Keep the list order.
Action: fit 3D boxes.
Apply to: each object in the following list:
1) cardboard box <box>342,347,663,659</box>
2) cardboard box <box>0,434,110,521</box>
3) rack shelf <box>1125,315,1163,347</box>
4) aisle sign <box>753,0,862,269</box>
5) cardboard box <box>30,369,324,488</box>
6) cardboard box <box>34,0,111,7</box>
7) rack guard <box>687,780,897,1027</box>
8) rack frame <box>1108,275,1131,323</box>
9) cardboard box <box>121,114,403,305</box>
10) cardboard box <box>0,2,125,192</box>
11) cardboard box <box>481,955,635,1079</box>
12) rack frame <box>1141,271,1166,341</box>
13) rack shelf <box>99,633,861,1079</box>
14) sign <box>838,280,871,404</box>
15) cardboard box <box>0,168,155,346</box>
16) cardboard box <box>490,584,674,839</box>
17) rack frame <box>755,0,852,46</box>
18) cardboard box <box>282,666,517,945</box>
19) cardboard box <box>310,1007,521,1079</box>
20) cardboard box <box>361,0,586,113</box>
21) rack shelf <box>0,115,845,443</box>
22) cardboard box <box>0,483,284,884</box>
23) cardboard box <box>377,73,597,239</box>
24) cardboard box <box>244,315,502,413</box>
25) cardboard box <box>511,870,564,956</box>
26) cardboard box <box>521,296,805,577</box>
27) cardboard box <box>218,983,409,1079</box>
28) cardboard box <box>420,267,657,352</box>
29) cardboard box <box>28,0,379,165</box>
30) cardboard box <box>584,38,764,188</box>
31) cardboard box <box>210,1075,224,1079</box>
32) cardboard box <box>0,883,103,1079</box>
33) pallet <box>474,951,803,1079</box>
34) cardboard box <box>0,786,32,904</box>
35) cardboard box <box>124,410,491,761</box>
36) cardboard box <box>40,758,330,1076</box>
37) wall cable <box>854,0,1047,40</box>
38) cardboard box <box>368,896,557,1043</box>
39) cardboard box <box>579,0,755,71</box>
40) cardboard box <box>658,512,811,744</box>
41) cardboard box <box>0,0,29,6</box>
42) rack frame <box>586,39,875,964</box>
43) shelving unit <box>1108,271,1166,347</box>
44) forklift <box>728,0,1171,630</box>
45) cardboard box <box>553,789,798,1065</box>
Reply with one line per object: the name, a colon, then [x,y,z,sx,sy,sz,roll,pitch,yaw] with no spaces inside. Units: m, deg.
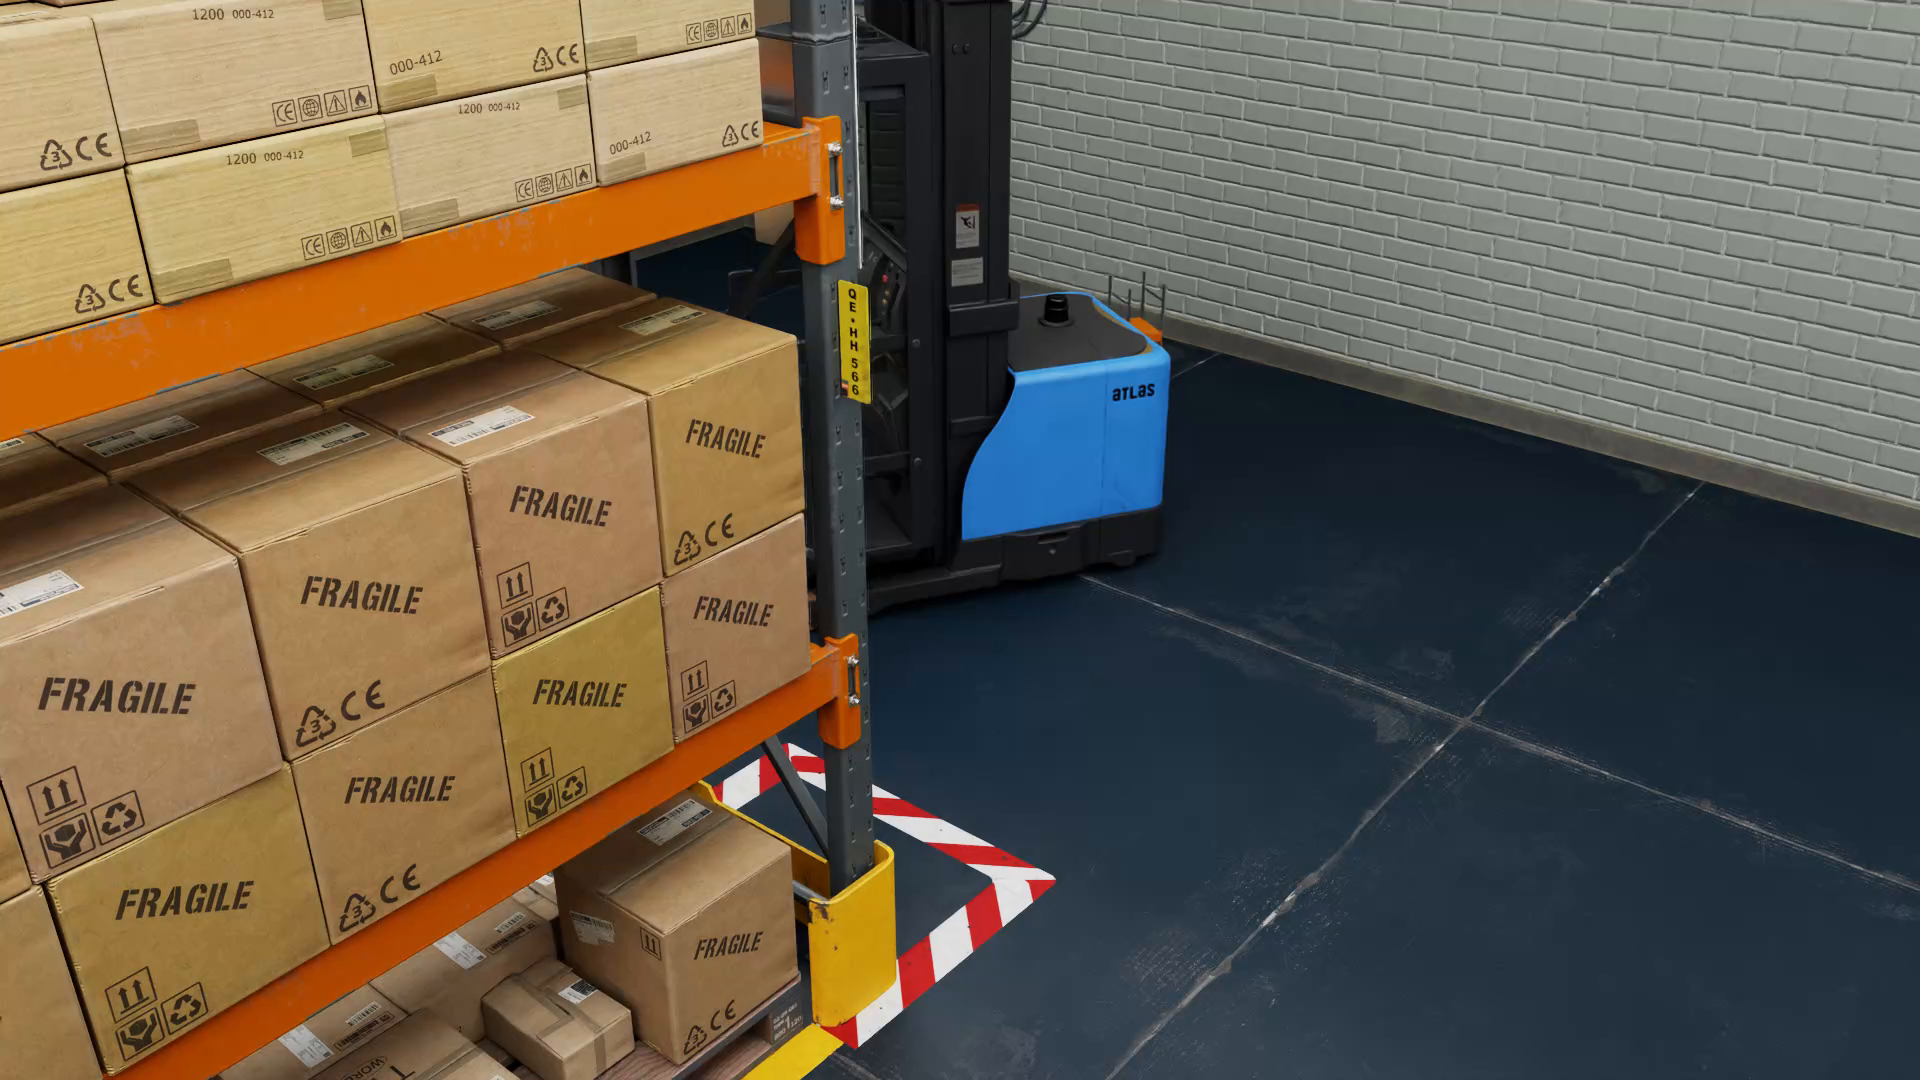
cardboard box: [-1.085,-0.106,3.993,0.500,0.500,0.500,22,34,36]
cardboard box: [-2.150,0.101,3.594,0.500,0.500,0.500,20,34,34]
rack shelf: [0.861,-1.011,8.211,0.180,0.103,0.258,-10,29,-18]
aisle sign: [-0.414,-1.124,4.330,0.394,0.787,0.004,21,34,34]
cardboard box: [-1.828,-0.080,3.943,0.500,0.500,0.500,21,34,35]
cardboard box: [-1.626,-1.308,3.052,0.700,0.500,0.500,21,34,34]
rack guard: [-0.742,1.102,5.575,1.175,0.500,0.348,21,34,34]
rack frame: [0.776,-0.716,8.328,0.006,1.200,0.240,-10,29,-18]
cardboard box: [-1.451,-0.686,3.211,0.500,0.250,0.500,21,34,34]
cardboard box: [-1.775,-0.733,2.758,0.500,0.250,0.500,21,34,34]
cardboard box: [-1.176,1.410,4.865,0.380,0.166,0.250,21,34,34]
rack frame: [0.947,-0.745,8.385,0.006,1.200,0.240,-10,29,-18]
rack shelf: [-1.966,0.994,3.848,1.077,0.370,4.000,21,34,34]
sign: [-0.278,-0.520,4.387,0.100,0.325,0.005,21,34,34]
cardboard box: [-1.782,-0.514,2.877,0.500,0.250,0.500,21,34,34]
cardboard box: [-1.096,0.344,4.212,0.500,0.500,0.500,21,34,35]
rack frame: [-0.694,-2.700,3.675,1.000,3.000,0.127,21,34,34]
cardboard box: [-1.417,0.519,3.873,0.500,0.500,0.500,21,34,35]
cardboard box: [-1.477,1.584,4.438,0.500,0.250,0.500,21,34,34]
cardboard box: [-1.141,-1.089,3.445,0.500,0.250,0.500,21,34,34]
rack shelf: [-1.966,-0.339,3.159,1.077,0.370,4.000,21,34,34]
cardboard box: [-1.738,0.261,3.283,0.500,0.500,0.500,22,35,36]
cardboard box: [-1.143,-0.867,3.561,0.500,0.250,0.500,21,34,34]
cardboard box: [-1.506,-0.256,4.283,0.500,0.500,0.500,21,34,35]
cardboard box: [-1.384,1.165,5.339,0.380,0.166,0.250,21,34,34]
cardboard box: [-0.764,-0.285,4.340,0.500,0.500,0.500,20,34,34]
cardboard box: [-1.894,1.455,4.686,0.500,0.250,0.500,21,34,34]
cardboard box: [-1.179,-0.443,4.645,0.500,0.500,0.500,22,35,36]
cardboard box: [-1.462,-0.913,3.104,0.500,0.250,0.500,21,34,34]
cardboard box: [-0.817,-1.041,3.897,0.500,0.250,0.500,21,34,34]
cardboard box: [-2.047,1.629,4.075,0.797,0.503,0.637,21,34,34]
cardboard box: [-2.060,0.879,3.178,0.500,0.500,0.500,21,34,34]
pallet: [-1.248,1.514,5.095,1.003,0.211,1.213,21,34,34]
cardboard box: [-2.066,0.445,2.929,0.500,0.500,0.500,20,33,33]
cardboard box: [-1.411,0.079,3.635,0.500,0.500,0.500,22,34,36]
cardboard box: [-1.738,0.698,3.528,0.500,0.500,0.500,20,34,34]
wall cable: [-0.645,-4.668,10.859,3.097,2.526,0.112,21,34,34]
cardboard box: [-1.576,1.278,5.029,0.500,0.250,0.500,21,34,34]
cardboard box: [-0.824,-1.266,3.787,0.500,0.250,0.500,21,34,34]
cardboard box: [-0.768,0.159,4.569,0.500,0.500,0.500,22,35,36]
cardboard box: [-2.017,-1.158,2.762,0.700,0.500,0.500,21,34,34]
rack frame: [-0.694,-0.035,5.053,1.000,3.000,0.127,21,34,34]
shelving unit: [0.861,-0.730,8.356,0.189,1.200,0.258,-10,29,-18]
forklift: [-0.592,-1.170,7.322,3.031,2.935,1.130,-10,29,-18]
cardboard box: [-0.849,1.145,5.015,0.500,0.500,0.500,21,34,34]
